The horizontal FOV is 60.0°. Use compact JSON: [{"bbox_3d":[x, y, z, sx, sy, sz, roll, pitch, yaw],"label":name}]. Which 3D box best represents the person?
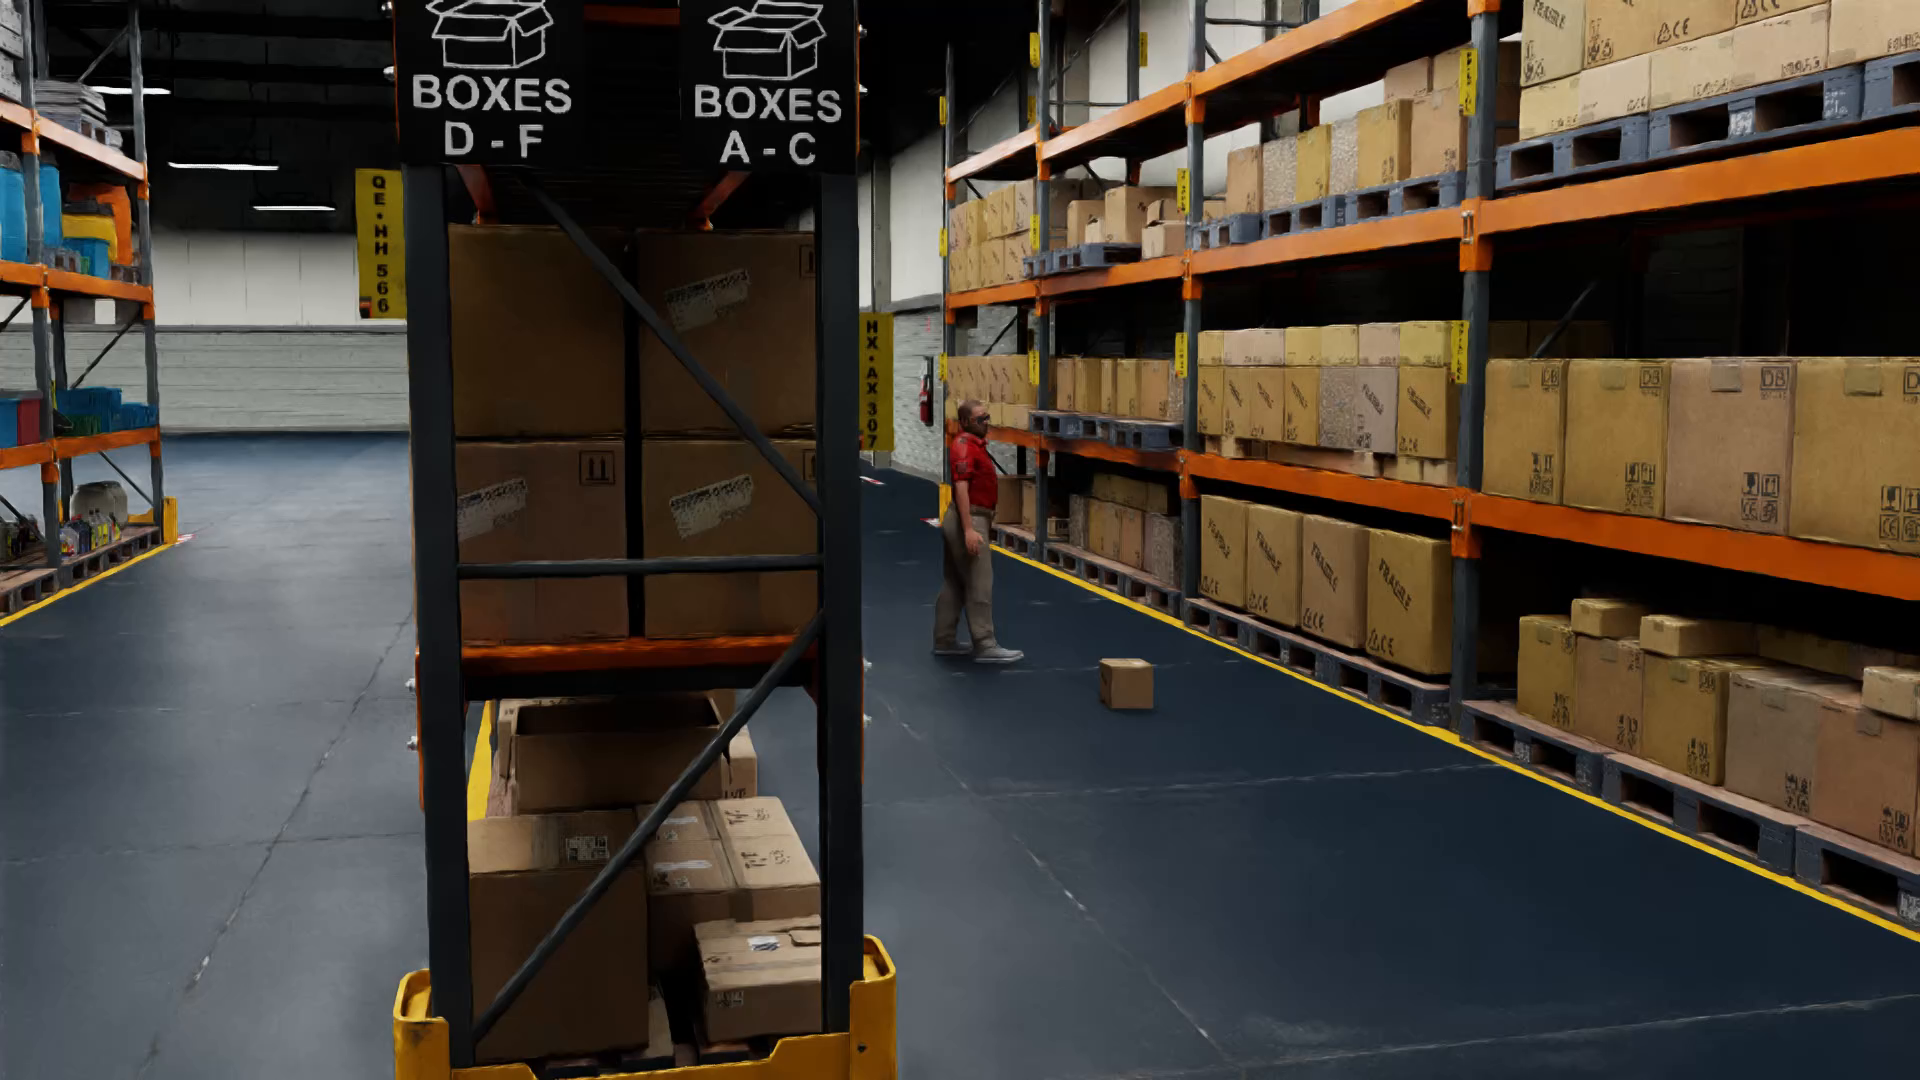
[{"bbox_3d":[0.118,-0.065,10.924,0.599,1.721,0.666,0,6,-2],"label":"person"}]
